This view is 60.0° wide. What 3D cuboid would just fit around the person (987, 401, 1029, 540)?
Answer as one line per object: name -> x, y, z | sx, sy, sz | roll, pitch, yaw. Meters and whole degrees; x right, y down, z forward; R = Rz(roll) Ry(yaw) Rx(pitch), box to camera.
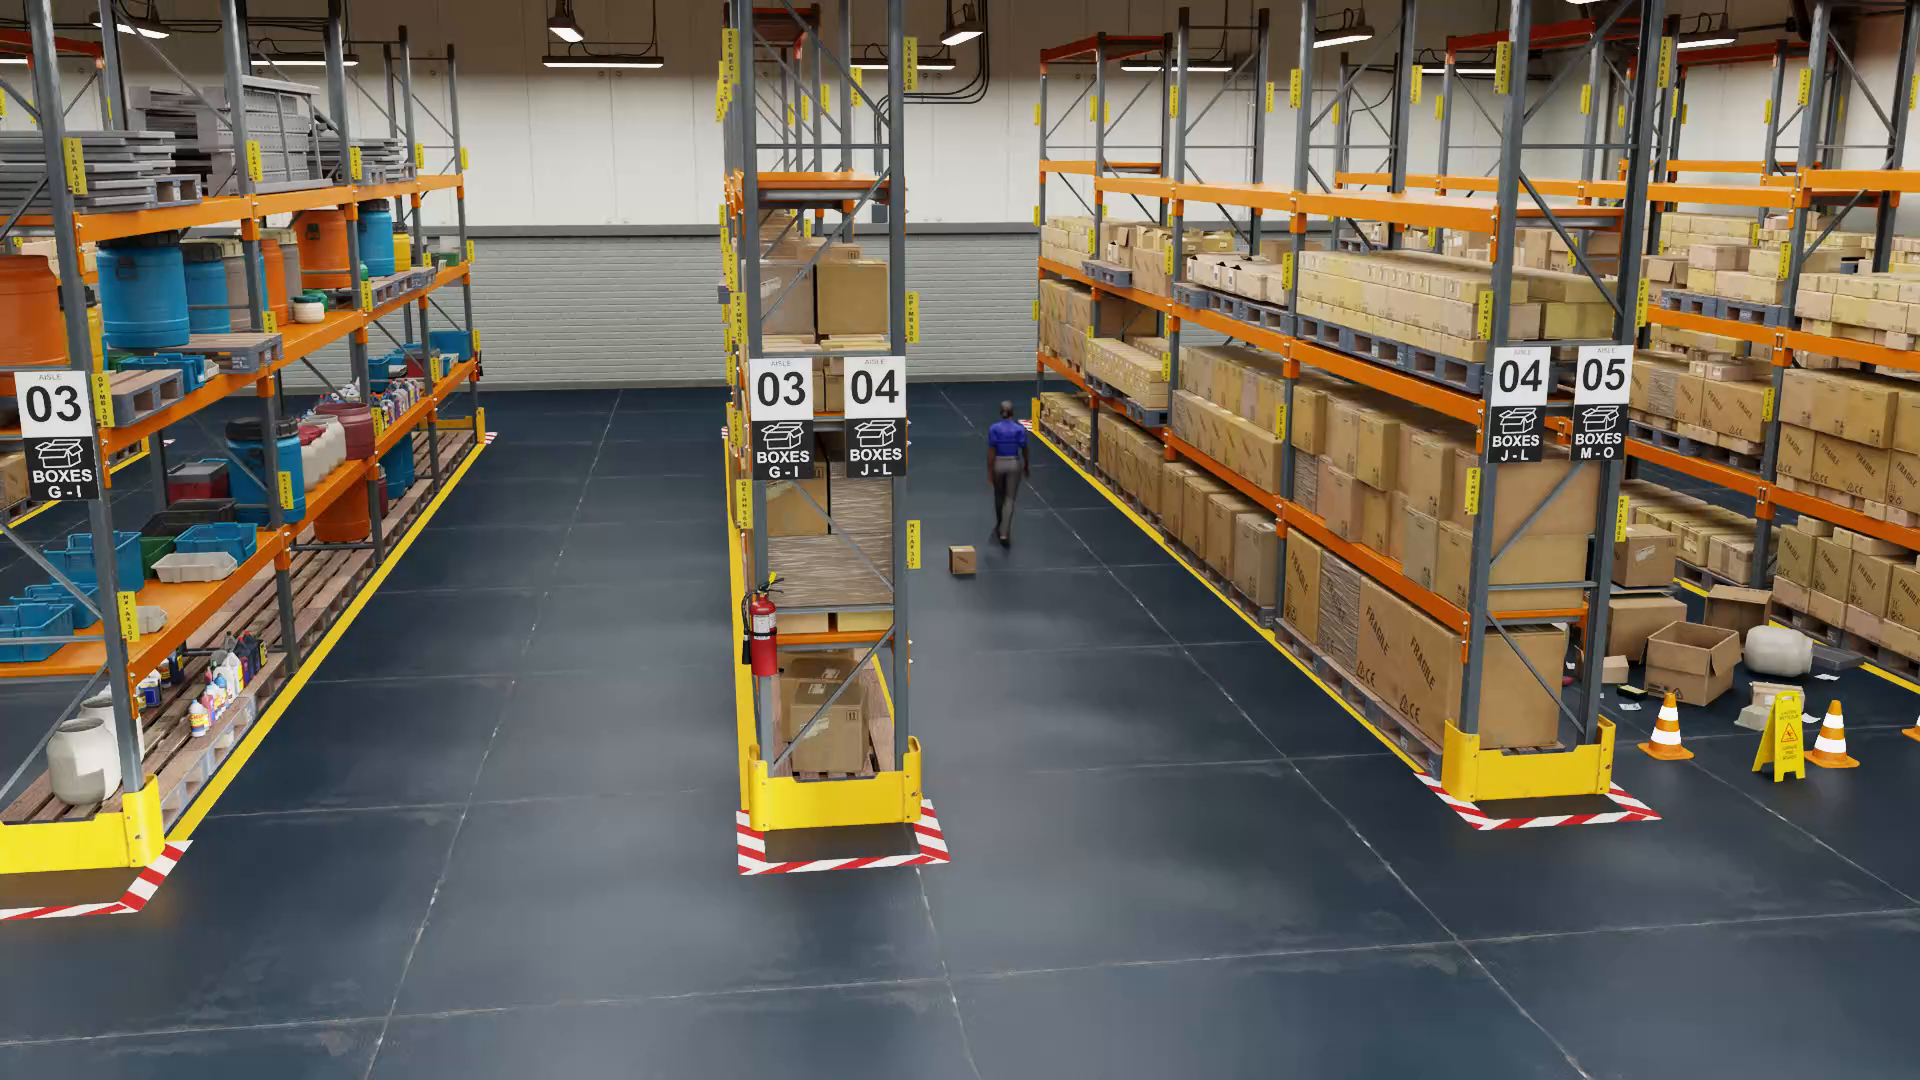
person -> 0.579, -0.854, 19.565 | 0.466, 1.596, 1.002 | 2, 13, 10
